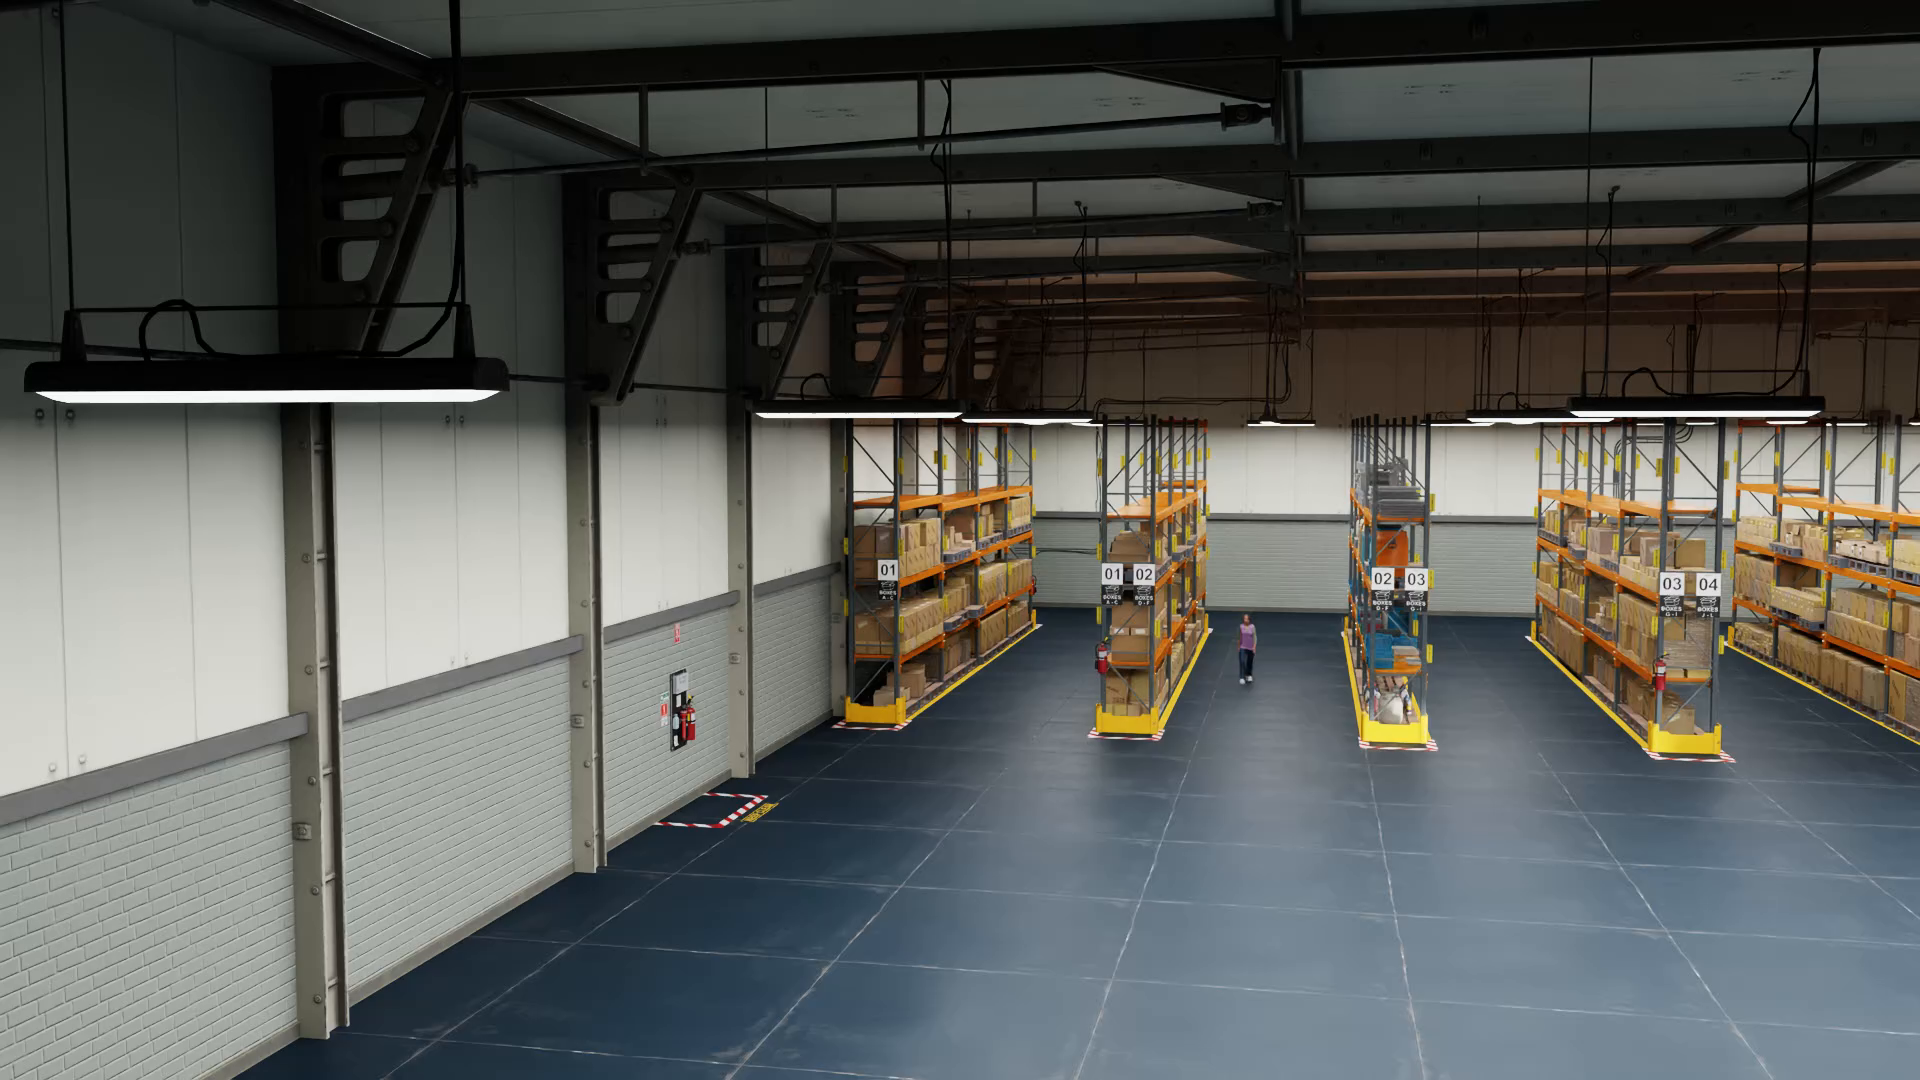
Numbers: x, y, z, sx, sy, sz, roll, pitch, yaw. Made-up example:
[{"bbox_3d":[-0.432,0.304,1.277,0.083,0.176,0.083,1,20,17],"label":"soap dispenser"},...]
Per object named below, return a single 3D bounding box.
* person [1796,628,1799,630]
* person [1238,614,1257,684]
[{"bbox_3d":[23.617,1.732,46.592,0.937,1.749,0.602,-2,4,-26],"label":"person"},{"bbox_3d":[6.454,2.440,37.361,0.434,1.547,0.946,1,4,12],"label":"person"}]
